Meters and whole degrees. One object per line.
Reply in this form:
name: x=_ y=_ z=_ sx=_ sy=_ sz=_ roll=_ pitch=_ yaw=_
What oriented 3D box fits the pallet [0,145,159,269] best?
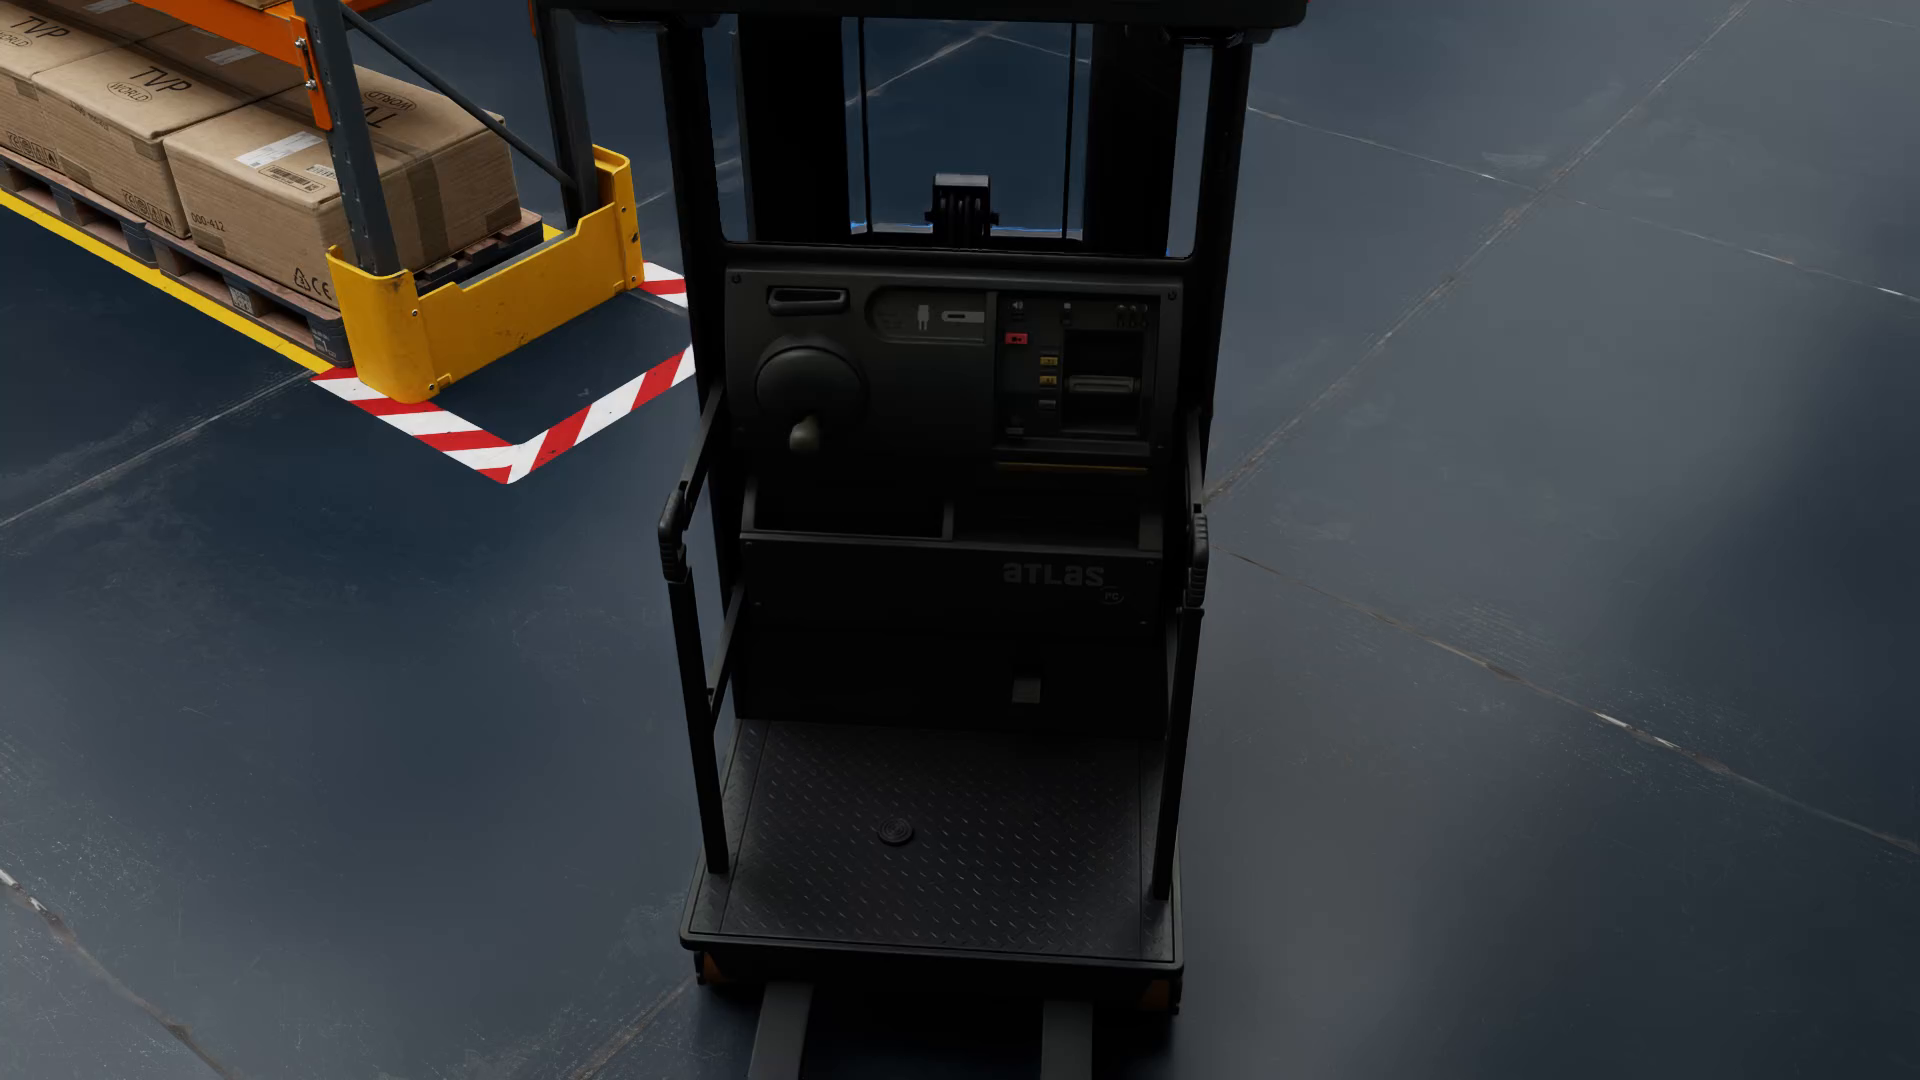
pallet: x=-3.375 y=-1.622 z=7.151 sx=1.213 sy=0.211 sz=1.003 roll=25 pitch=45 yaw=29

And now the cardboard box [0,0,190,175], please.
cardboard box: x=-3.760 y=-2.034 z=7.152 sx=0.875 sy=0.438 sz=0.875 roll=24 pitch=44 yaw=27

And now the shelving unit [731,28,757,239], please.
shelving unit: x=-0.070 y=-0.892 z=5.173 sx=1.048 sy=1.500 sz=0.538 roll=8 pitch=39 yaw=10

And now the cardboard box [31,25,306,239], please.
cardboard box: x=-3.045 y=-1.695 z=6.720 sx=0.875 sy=0.438 sz=0.875 roll=27 pitch=45 yaw=30

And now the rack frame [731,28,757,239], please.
rack frame: x=-0.565 y=-0.964 z=5.264 sx=0.032 sy=1.500 sz=0.500 roll=8 pitch=39 yaw=10

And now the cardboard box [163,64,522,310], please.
cardboard box: x=-2.312 y=-1.357 z=6.287 sx=0.875 sy=0.438 sz=0.875 roll=24 pitch=44 yaw=27

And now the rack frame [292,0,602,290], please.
rack frame: x=-1.728 y=-2.002 z=5.374 sx=0.127 sy=3.000 sz=1.000 roll=25 pitch=45 yaw=29

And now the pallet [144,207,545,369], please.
pallet: x=-2.410 y=-1.165 z=6.567 sx=1.213 sy=0.211 sz=1.003 roll=25 pitch=45 yaw=29

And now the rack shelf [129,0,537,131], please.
rack shelf: x=-3.316 y=-2.468 z=6.552 sx=4.000 sy=0.370 sz=1.077 roll=25 pitch=45 yaw=29

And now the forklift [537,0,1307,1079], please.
forklift: x=-0.031 y=-0.282 z=3.233 sx=1.130 sy=2.935 sz=3.031 roll=3 pitch=38 yaw=3

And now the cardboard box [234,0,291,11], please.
cardboard box: x=-2.271 y=-2.092 z=5.408 sx=0.500 sy=0.500 sz=0.500 roll=26 pitch=45 yaw=29

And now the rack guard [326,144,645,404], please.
rack guard: x=-1.708 y=-1.009 z=6.133 sx=0.348 sy=0.500 sz=1.175 roll=25 pitch=45 yaw=29
